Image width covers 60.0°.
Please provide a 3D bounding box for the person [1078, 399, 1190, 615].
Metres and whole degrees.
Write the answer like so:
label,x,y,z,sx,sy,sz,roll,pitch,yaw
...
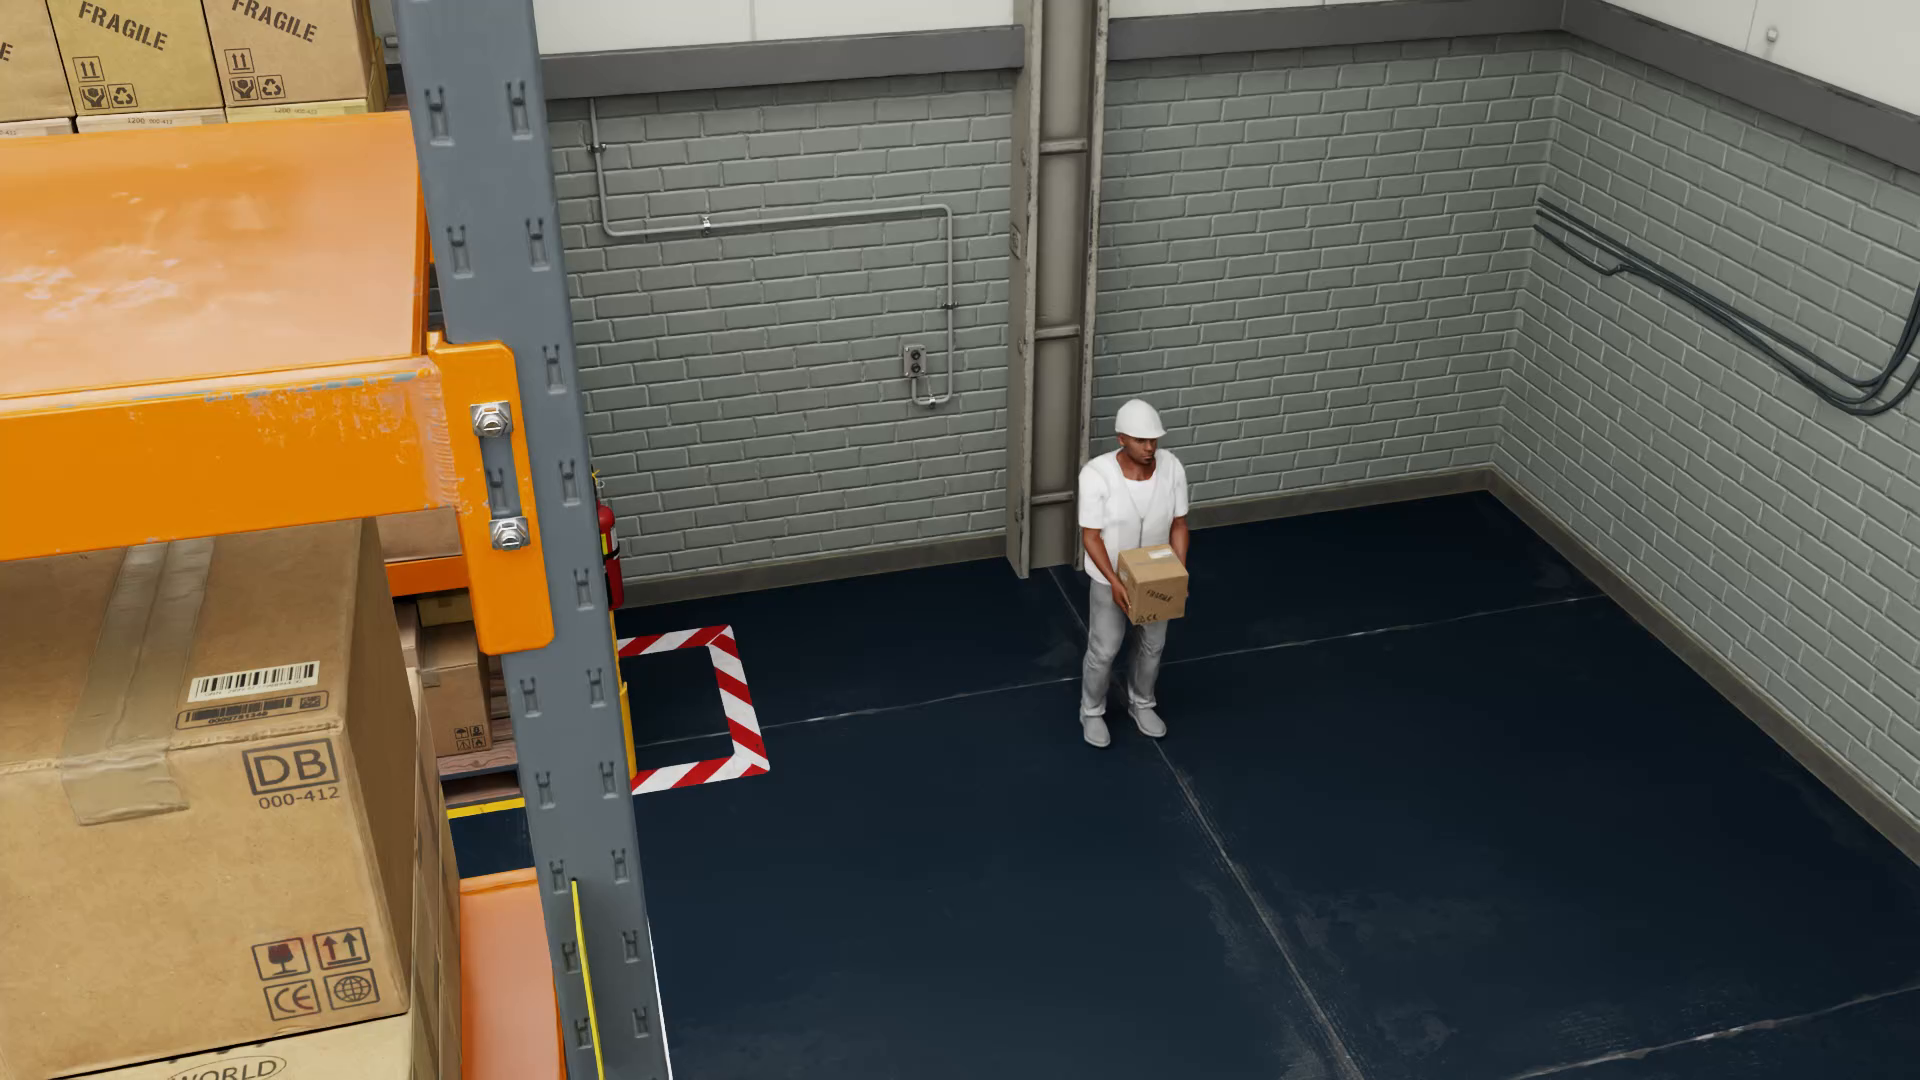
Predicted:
label,x,y,z,sx,sy,sz,roll,pitch,yaw
person,0.836,-0.164,7.666,0.542,0.938,0.551,-8,31,-14
